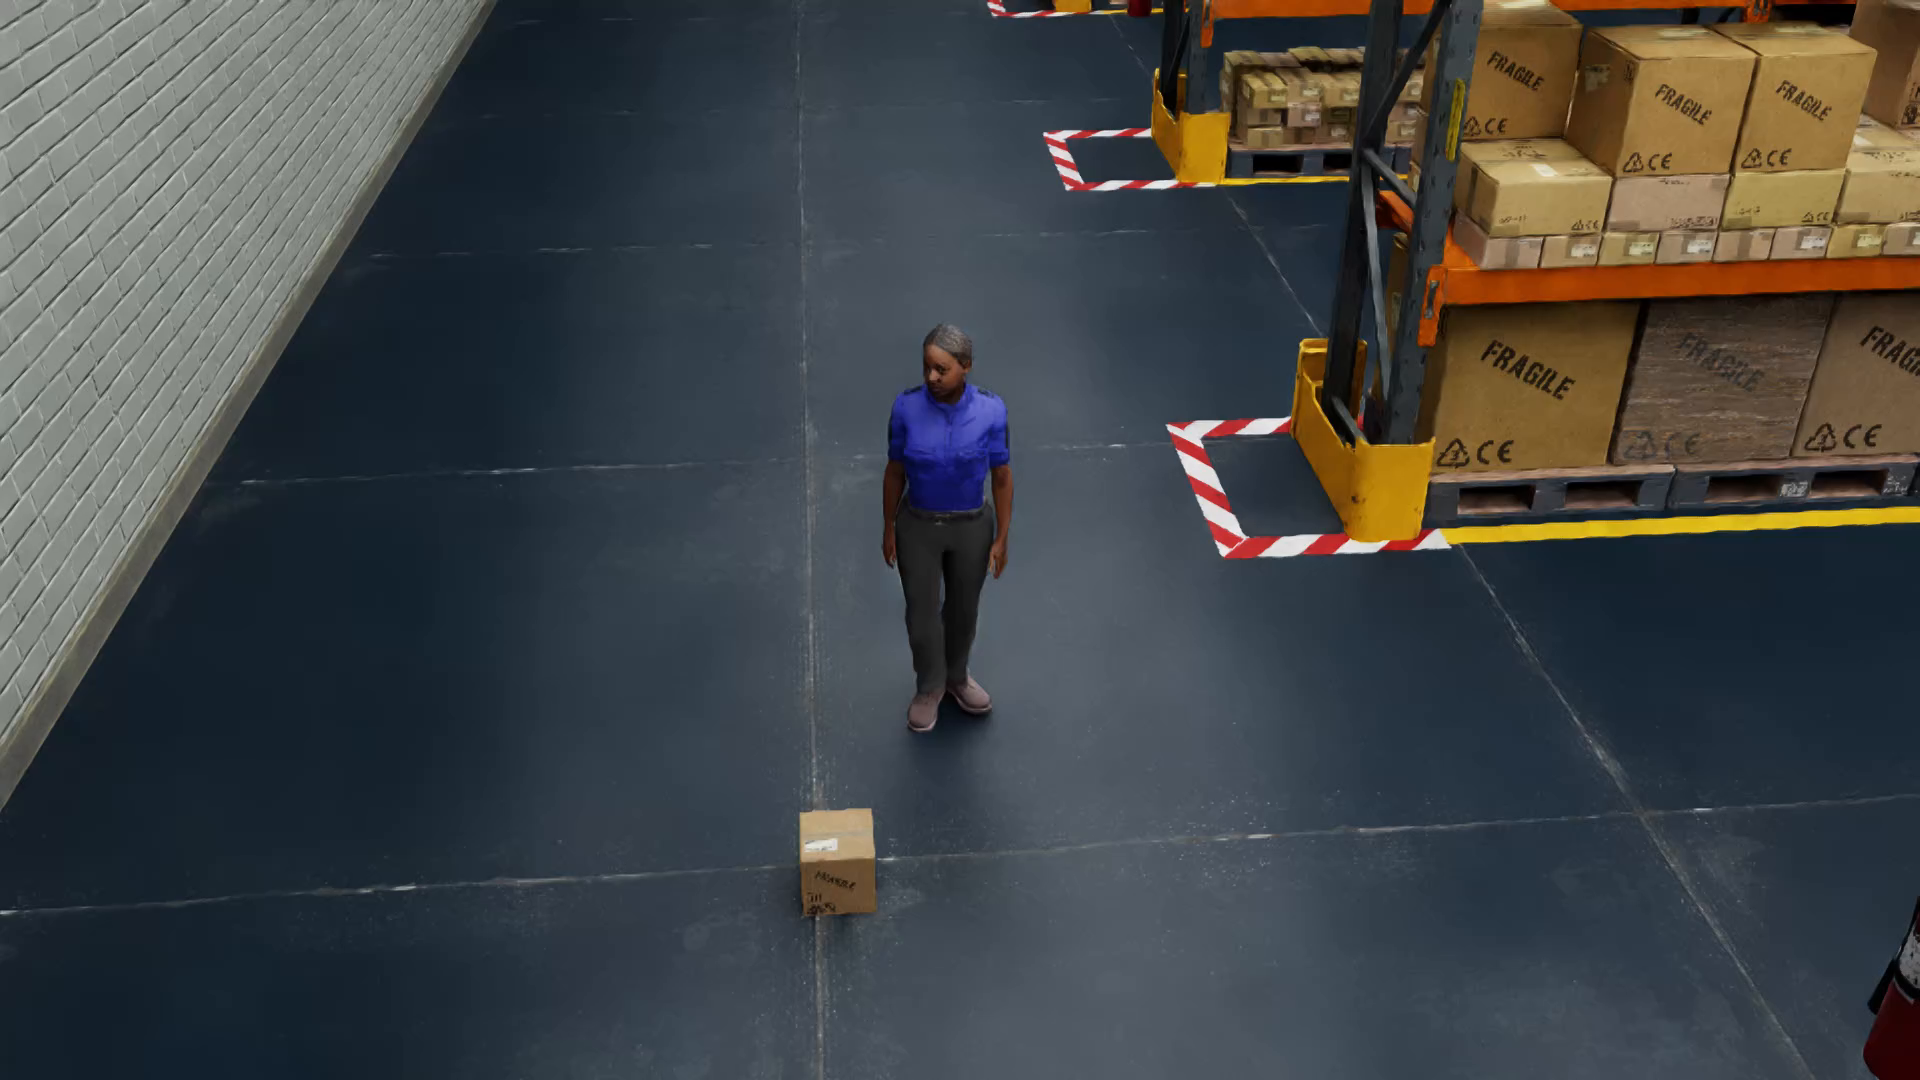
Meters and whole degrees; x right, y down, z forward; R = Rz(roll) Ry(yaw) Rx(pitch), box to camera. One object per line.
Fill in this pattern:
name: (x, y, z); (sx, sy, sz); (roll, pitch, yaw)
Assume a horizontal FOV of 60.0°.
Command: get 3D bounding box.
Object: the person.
person: (-0.049, -0.041, 6.187); (0.482, 1.669, 0.361); (-2, 31, -3)
